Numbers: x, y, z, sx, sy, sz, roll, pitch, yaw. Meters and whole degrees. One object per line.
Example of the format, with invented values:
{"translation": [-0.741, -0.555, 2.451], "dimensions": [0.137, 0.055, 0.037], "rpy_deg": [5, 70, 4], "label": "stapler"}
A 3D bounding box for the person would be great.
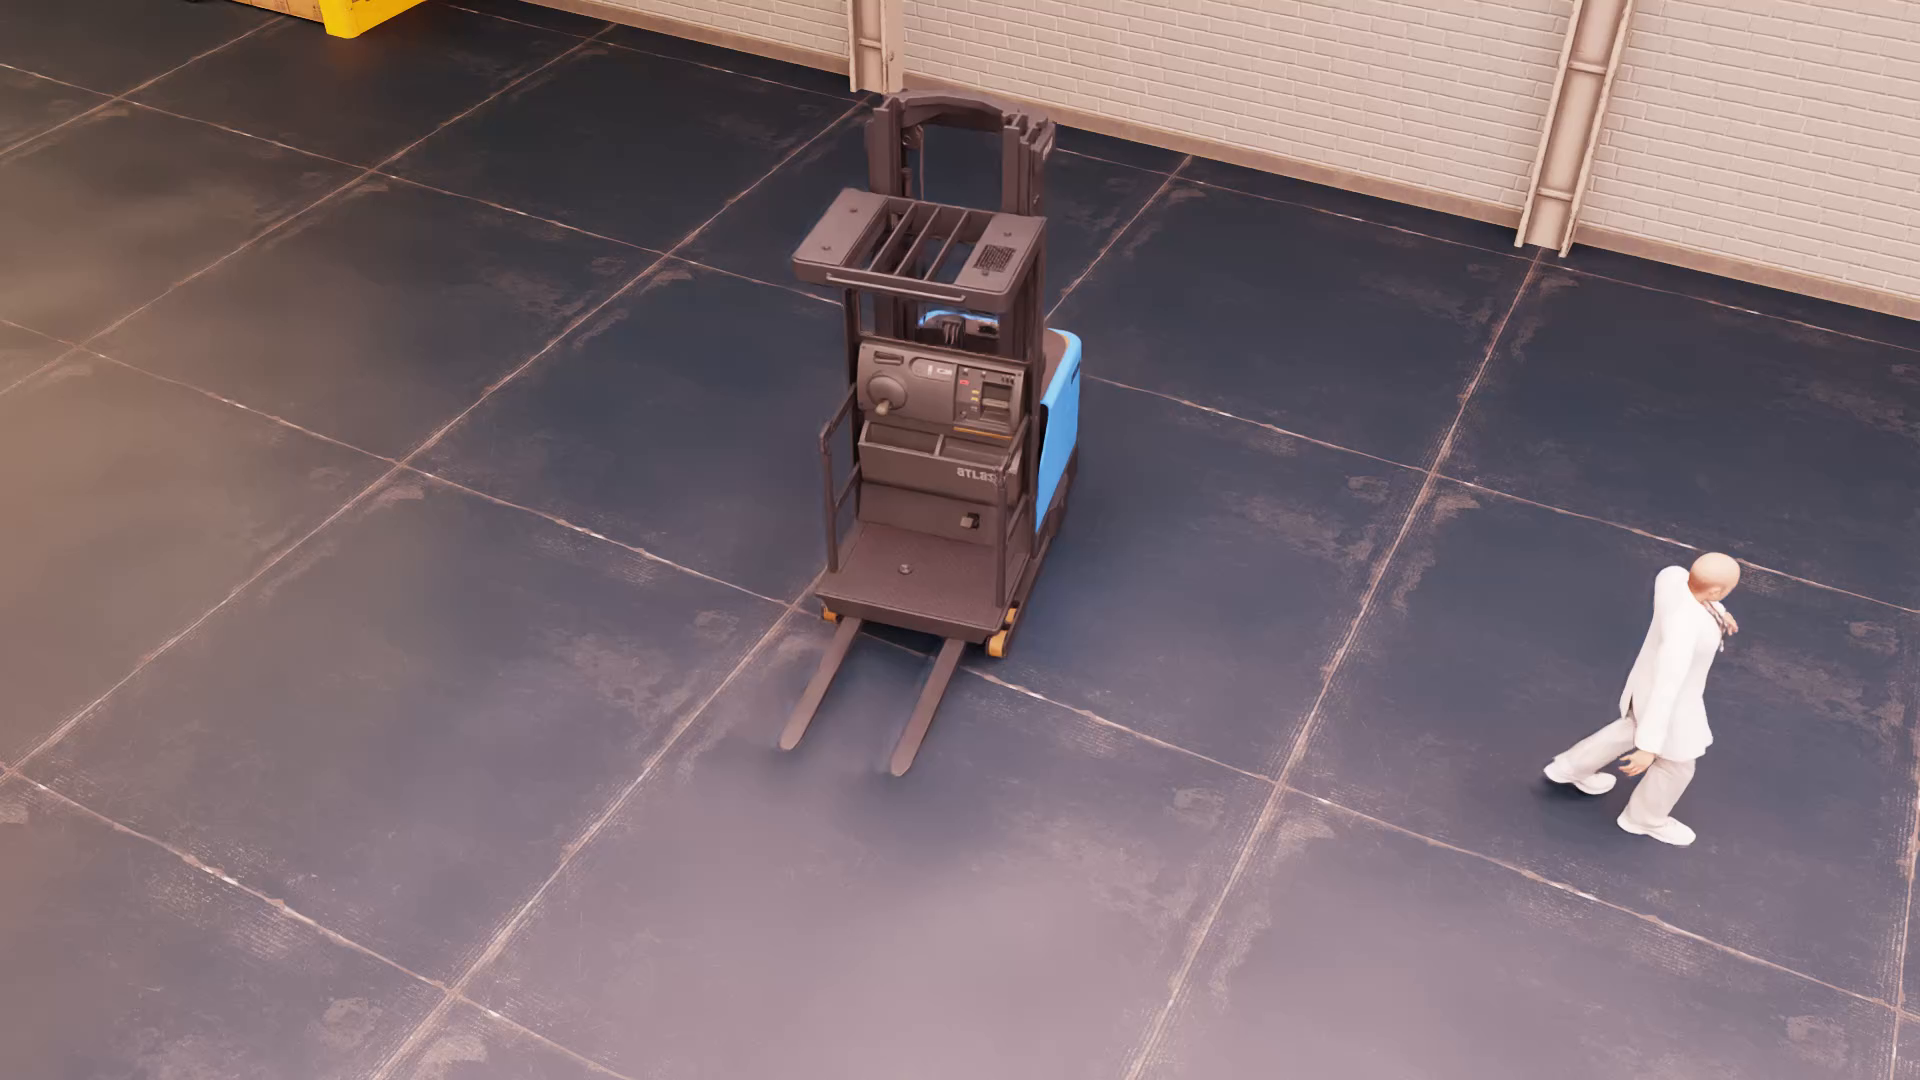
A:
{"translation": [3.396, 0.750, 8.014], "dimensions": [0.782, 1.761, 0.948], "rpy_deg": [5, 40, 6], "label": "person"}

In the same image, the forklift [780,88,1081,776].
{"translation": [-0.171, -0.741, 8.867], "dimensions": [1.130, 2.935, 3.031], "rpy_deg": [11, 41, 13], "label": "forklift"}
